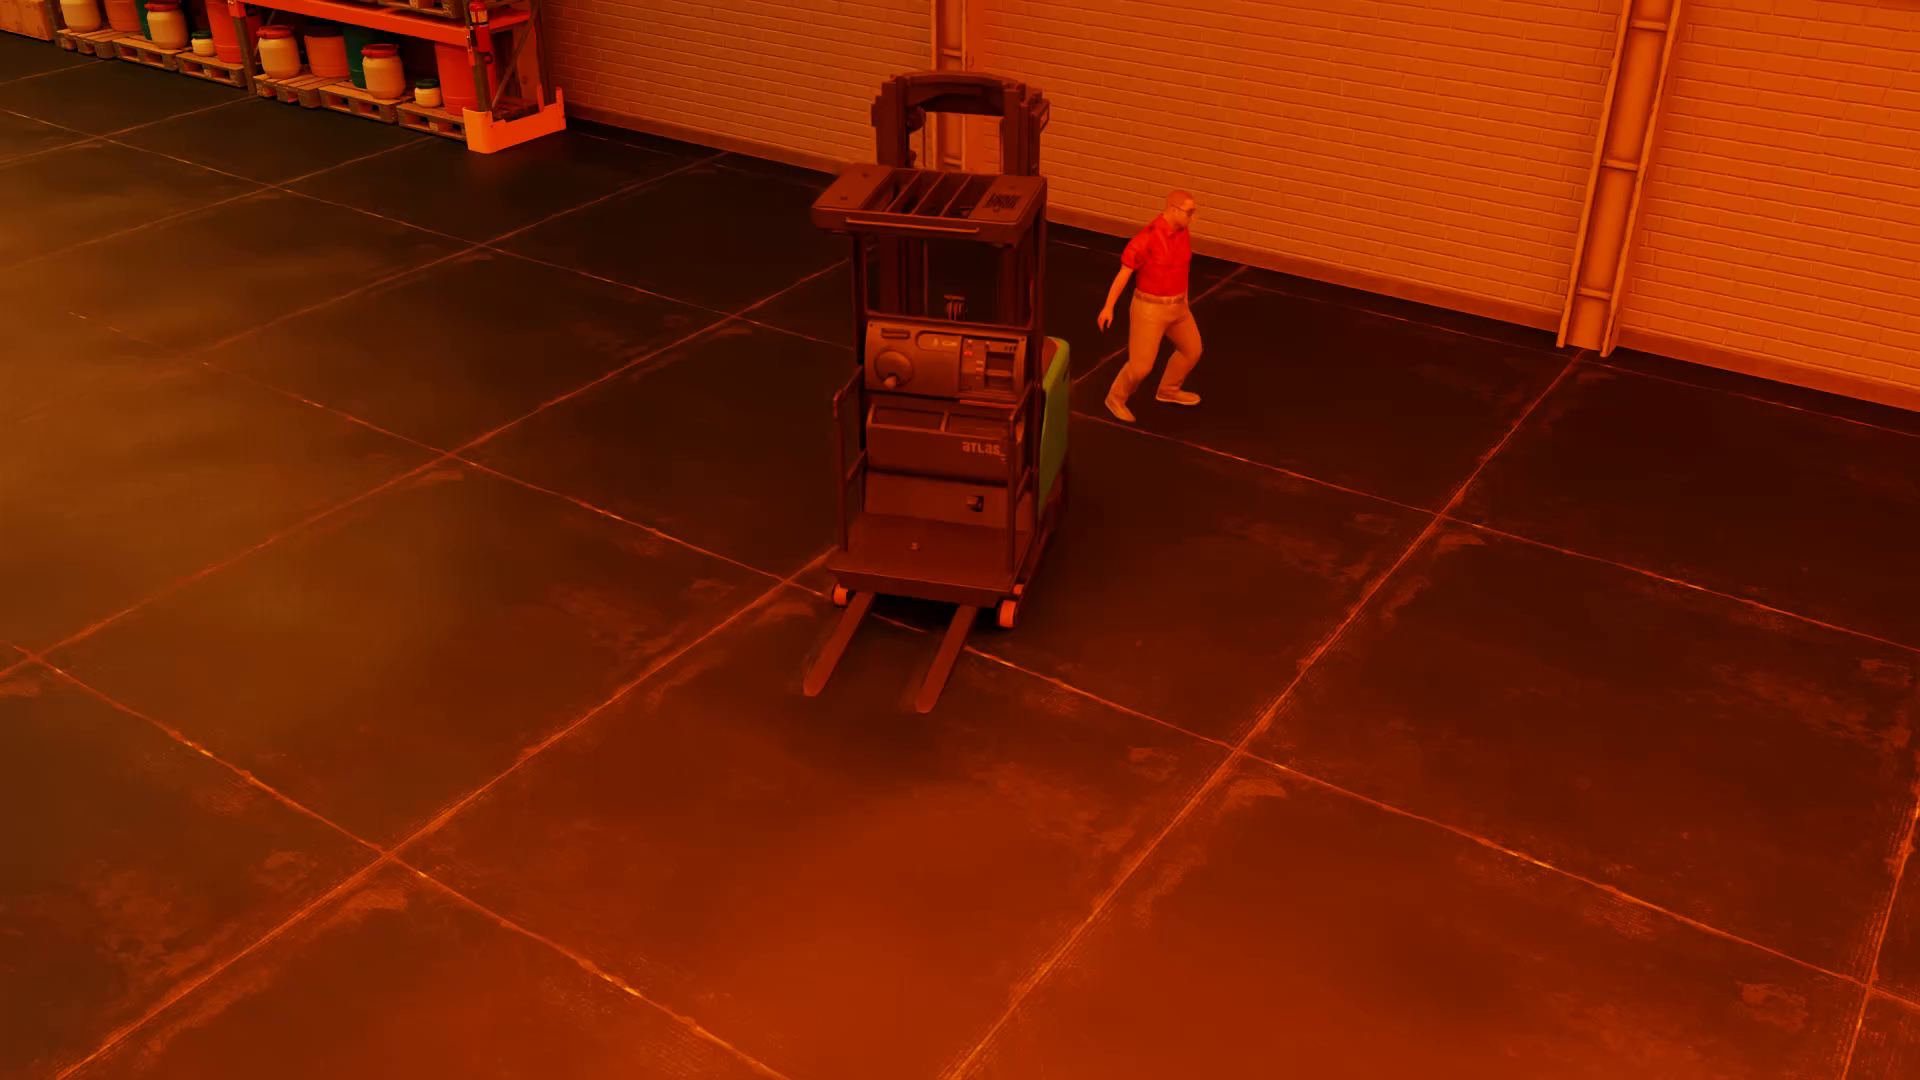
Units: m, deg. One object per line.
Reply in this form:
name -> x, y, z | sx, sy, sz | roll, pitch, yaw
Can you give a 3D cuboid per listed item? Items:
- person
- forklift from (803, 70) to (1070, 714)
person -> 1.343, -1.629, 11.709 | 0.888, 1.715, 0.494 | -21, 36, -32
forklift -> -0.133, -0.966, 9.244 | 1.130, 2.935, 3.031 | 7, 31, 12
